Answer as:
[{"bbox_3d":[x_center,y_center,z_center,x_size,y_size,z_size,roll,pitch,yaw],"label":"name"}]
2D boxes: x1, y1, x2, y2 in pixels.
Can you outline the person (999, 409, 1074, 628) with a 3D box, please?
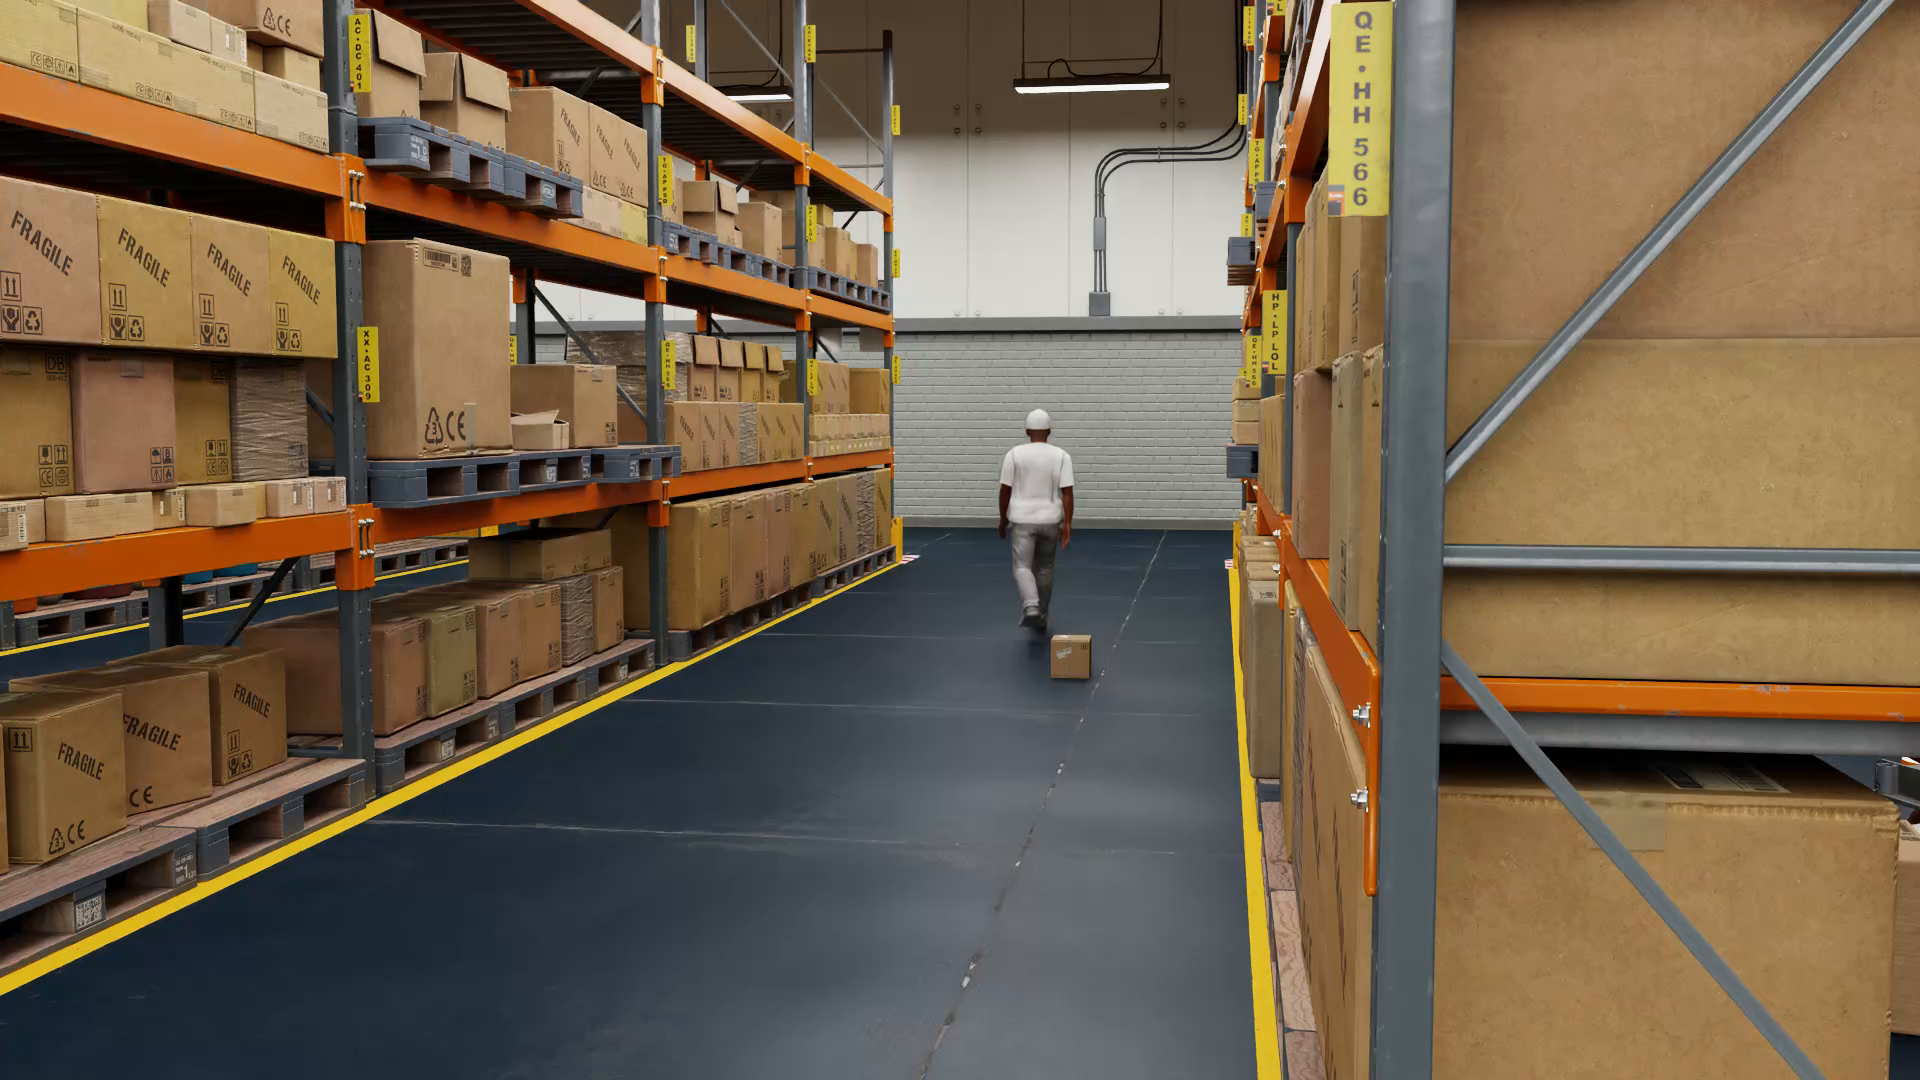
[{"bbox_3d":[0.588,-0.149,12.866,0.563,1.728,0.998,0,4,-6],"label":"person"}]
